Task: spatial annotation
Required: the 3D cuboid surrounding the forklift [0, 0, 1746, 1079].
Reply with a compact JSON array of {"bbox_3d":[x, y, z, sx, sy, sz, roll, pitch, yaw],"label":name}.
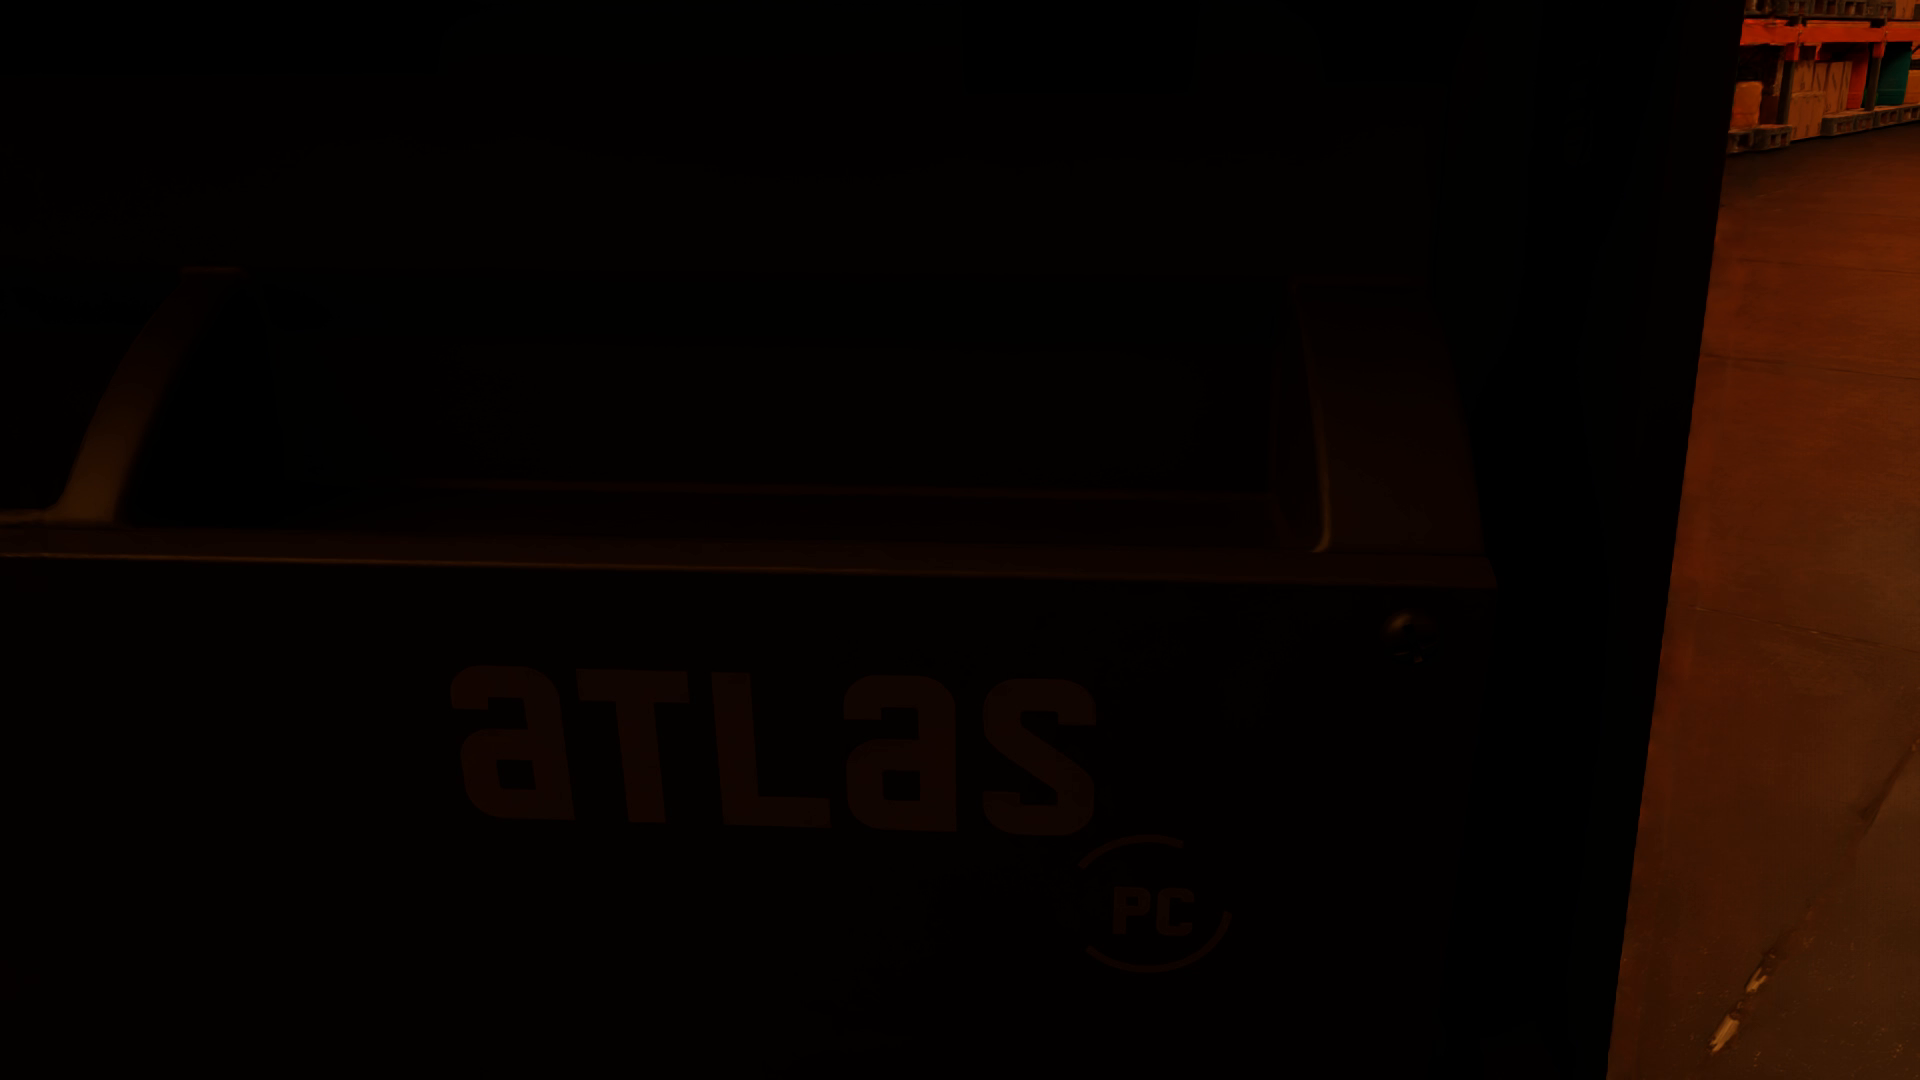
[{"bbox_3d":[-0.301,-0.421,0.282,1.130,2.935,3.031,1,17,4],"label":"forklift"}]
